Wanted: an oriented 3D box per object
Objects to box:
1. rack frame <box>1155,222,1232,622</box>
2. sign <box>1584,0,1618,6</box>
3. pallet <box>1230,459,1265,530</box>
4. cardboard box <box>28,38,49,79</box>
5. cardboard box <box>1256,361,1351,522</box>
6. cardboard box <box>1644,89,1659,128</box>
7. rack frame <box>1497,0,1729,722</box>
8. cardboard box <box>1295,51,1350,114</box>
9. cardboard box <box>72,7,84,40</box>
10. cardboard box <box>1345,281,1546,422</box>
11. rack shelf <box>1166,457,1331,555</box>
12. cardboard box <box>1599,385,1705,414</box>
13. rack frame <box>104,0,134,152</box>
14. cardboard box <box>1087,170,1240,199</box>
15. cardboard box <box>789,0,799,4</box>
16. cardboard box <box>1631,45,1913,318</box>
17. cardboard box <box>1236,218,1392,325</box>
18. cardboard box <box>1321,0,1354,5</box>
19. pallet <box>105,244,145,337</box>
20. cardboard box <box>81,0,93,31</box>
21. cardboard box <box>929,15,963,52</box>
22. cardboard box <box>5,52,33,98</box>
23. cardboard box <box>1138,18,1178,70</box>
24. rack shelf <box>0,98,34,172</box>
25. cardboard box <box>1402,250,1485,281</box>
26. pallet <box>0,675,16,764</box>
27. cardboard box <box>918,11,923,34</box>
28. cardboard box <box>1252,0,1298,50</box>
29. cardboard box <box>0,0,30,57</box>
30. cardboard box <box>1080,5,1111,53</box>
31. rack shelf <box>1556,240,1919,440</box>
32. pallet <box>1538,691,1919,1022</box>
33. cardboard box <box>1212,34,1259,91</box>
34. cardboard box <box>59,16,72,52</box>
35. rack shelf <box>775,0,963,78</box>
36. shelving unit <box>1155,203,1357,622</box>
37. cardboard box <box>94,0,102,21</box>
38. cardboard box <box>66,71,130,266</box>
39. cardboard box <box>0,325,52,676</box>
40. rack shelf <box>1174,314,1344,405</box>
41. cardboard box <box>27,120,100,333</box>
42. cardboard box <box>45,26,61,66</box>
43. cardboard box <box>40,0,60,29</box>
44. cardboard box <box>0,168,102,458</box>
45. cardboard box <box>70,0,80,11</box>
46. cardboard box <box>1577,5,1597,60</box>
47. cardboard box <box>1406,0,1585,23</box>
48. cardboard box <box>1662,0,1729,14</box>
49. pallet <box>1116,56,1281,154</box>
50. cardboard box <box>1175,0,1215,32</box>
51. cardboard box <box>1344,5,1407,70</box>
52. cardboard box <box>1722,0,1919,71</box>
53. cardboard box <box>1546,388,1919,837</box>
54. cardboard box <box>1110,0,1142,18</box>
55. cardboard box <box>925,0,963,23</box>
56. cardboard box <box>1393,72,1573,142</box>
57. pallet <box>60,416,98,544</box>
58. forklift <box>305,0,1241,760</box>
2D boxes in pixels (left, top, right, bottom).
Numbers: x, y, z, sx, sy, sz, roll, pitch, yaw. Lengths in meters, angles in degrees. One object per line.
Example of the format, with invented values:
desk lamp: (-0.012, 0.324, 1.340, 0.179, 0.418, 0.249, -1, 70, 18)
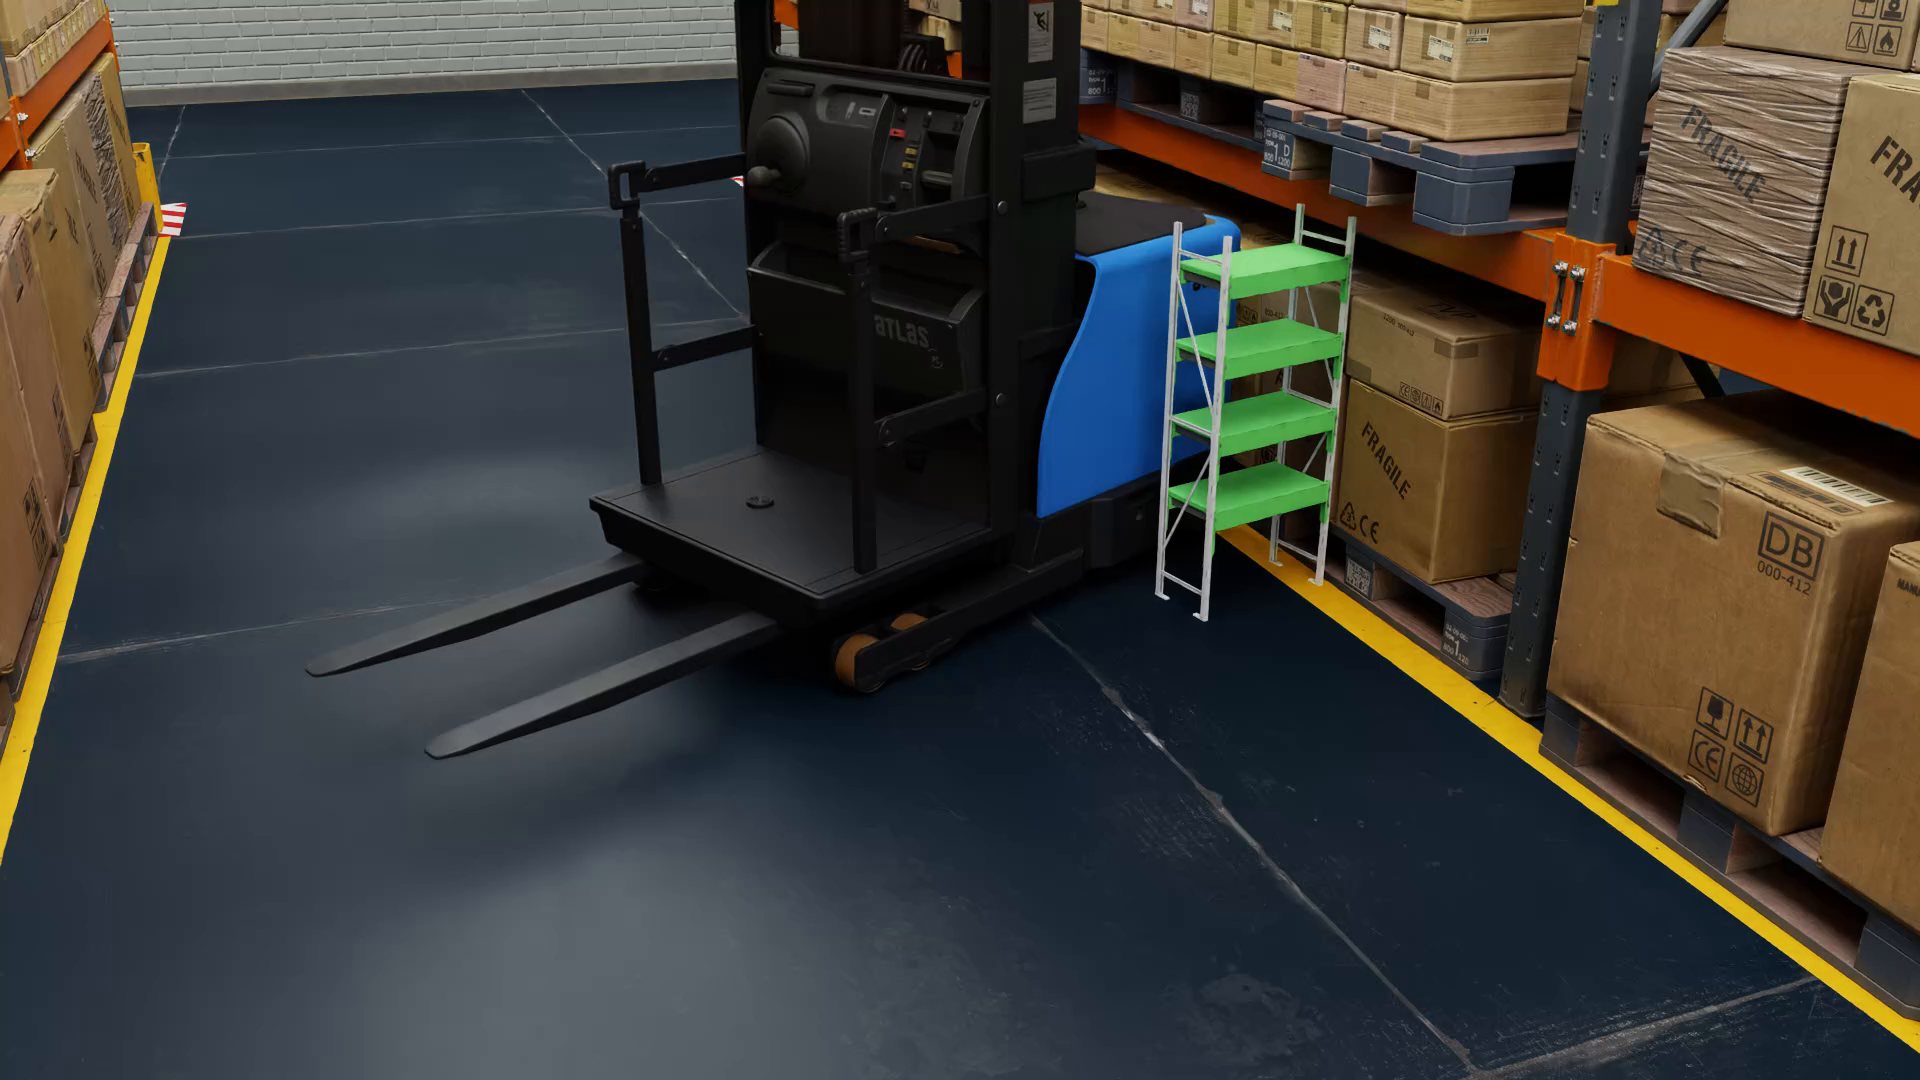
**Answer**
rack frame: (0.697, -0.340, 5.012, 0.015, 1.200, 0.240, -14, 27, -30)
sign: (1.493, -1.393, 3.803, 0.100, 0.325, 0.005, -8, 24, -19)
pallet: (1.296, -0.415, 6.463, 1.003, 0.211, 1.213, -8, 24, -19)
cardboard box: (-4.071, -2.011, 6.984, 0.380, 0.149, 0.250, -8, 24, -17)
cardboard box: (1.341, -0.408, 5.533, 0.500, 0.500, 0.500, -7, 24, -17)
cardboard box: (2.028, -1.241, 4.616, 0.380, 0.149, 0.250, -9, 24, -20)
rack frame: (1.998, -0.973, 4.198, 1.000, 3.000, 0.127, -8, 24, -19)
cardboard box: (1.216, -1.351, 4.877, 0.380, 0.149, 0.250, -8, 24, -18)
cardboard box: (-4.616, -2.571, 8.312, 0.380, 0.149, 0.250, -8, 24, -19)
cardboard box: (1.511, -0.573, 4.960, 0.500, 0.250, 0.500, -9, 24, -20)
rack shelf: (0.902, -0.112, 5.252, 0.480, 0.148, 0.258, -14, 27, -30)
cardboard box: (1.986, -0.307, 5.294, 0.500, 0.500, 0.500, -9, 25, -21)
rack frame: (-5.504, -3.236, 9.567, 1.000, 3.000, 0.127, -8, 24, -19)
cardboard box: (0.789, -1.316, 6.723, 0.500, 0.250, 0.500, -8, 24, -18)
cardboard box: (-0.847, -3.410, 10.302, 0.380, 0.149, 0.250, -9, 24, -20)
cardboard box: (1.904, -0.819, 3.703, 0.500, 0.500, 0.500, -8, 24, -18)
cardboard box: (1.157, -0.942, 5.835, 0.500, 0.250, 0.500, -8, 24, -18)
cardboard box: (1.216, -1.627, 4.766, 0.380, 0.149, 0.250, -8, 24, -17)
pallet: (-4.721, -1.229, 8.394, 1.003, 0.211, 1.213, -8, 24, -19)
cardboard box: (-4.802, -2.760, 8.759, 0.380, 0.149, 0.250, -8, 24, -18)
cardboard box: (0.072, -2.461, 8.051, 0.380, 0.149, 0.250, -9, 24, -20)
cardboard box: (-3.885, -1.820, 6.530, 0.380, 0.149, 0.250, -8, 24, -19)
cardboard box: (0.846, -1.733, 5.782, 0.380, 0.149, 0.250, -10, 25, -21)
rack shelf: (-3.385, -0.725, 4.534, 1.077, 0.370, 4.000, -8, 24, -19)
cardboard box: (1.801, -0.829, 5.566, 0.500, 0.250, 0.500, -9, 24, -20)
pallet: (-2.886, 0.659, 3.916, 1.003, 0.211, 1.213, -8, 24, -19)
cardboard box: (0.006, -2.670, 8.546, 0.380, 0.149, 0.250, -9, 24, -20)
cardboard box: (1.118, -1.588, 5.056, 0.380, 0.149, 0.250, -8, 24, -19)
cardboard box: (-4.012, -2.058, 6.580, 0.500, 0.250, 0.500, -9, 24, -20)
cardboard box: (0.660, -1.923, 6.234, 0.380, 0.149, 0.250, -9, 25, -21)
rack shelf: (2.704, 0.085, 2.613, 1.077, 0.370, 4.000, -8, 24, -19)
pallet: (2.206, 0.608, 4.035, 1.003, 0.211, 1.213, -8, 24, -19)
cardboard box: (1.035, -1.540, 5.324, 0.380, 0.149, 0.250, -9, 25, -21)
cardboard box: (-4.437, -2.387, 7.874, 0.380, 0.149, 0.250, -9, 25, -21)
rack shelf: (-0.122, -2.822, 9.510, 1.077, 0.370, 4.000, -8, 24, -19)
shelving unit: (0.902, -0.392, 5.134, 0.503, 1.200, 0.258, -14, 27, -30)
cardboard box: (-4.977, -2.942, 9.192, 0.380, 0.149, 0.250, -8, 24, -18)
cardboard box: (-4.882, -1.899, 8.588, 0.875, 0.875, 0.875, -8, 24, -19)
cardboard box: (-3.210, -0.123, 4.374, 1.225, 0.875, 0.875, -8, 24, -19)
rack shelf: (0.902, -0.554, 5.066, 0.480, 0.148, 0.258, -14, 27, -30)
cardboard box: (-4.250, -1.248, 7.045, 0.875, 0.875, 0.875, -8, 24, -19)
cardboard box: (-4.256, -2.200, 7.430, 0.380, 0.149, 0.250, -9, 24, -20)
cardboard box: (-4.371, -2.427, 7.455, 0.500, 0.250, 0.500, -8, 24, -18)
cardboard box: (-3.846, -0.768, 5.904, 1.225, 0.875, 0.875, -8, 24, -19)
cardboard box: (-4.726, -2.795, 8.331, 0.500, 0.250, 0.500, -9, 25, -21)
cardboard box: (1.917, -1.490, 4.822, 0.380, 0.149, 0.250, -7, 24, -16)
cardboard box: (1.396, -1.441, 4.323, 0.380, 0.149, 0.250, -9, 25, -21)
cardboard box: (2.014, -1.521, 4.514, 0.380, 0.149, 0.250, -8, 24, -19)
pallet: (1.260, -1.599, 5.928, 1.003, 0.211, 1.213, -8, 24, -19)
cardboard box: (0.939, -1.774, 5.496, 0.380, 0.149, 0.250, -8, 24, -18)
cardboard box: (1.301, -1.402, 4.614, 0.380, 0.149, 0.250, -7, 24, -17)
cardboard box: (2.147, -1.316, 3.594, 0.700, 0.500, 0.500, -8, 24, -19)
cardboard box: (2.129, 0.103, 3.999, 1.050, 0.750, 0.750, -9, 24, -20)
cardboard box: (0.762, -1.959, 5.937, 0.380, 0.149, 0.250, -9, 24, -20)
cardboard box: (0.149, -2.747, 7.894, 0.500, 0.500, 0.500, -8, 24, -19)
cardboard box: (1.393, -1.167, 4.440, 0.380, 0.149, 0.250, -8, 24, -18)
pallet: (-3.748, -0.228, 6.019, 1.003, 0.211, 1.213, -8, 24, -19)
forklift: (-0.436, -1.140, 4.682, 1.130, 2.935, 3.031, 20, 30, 40)
